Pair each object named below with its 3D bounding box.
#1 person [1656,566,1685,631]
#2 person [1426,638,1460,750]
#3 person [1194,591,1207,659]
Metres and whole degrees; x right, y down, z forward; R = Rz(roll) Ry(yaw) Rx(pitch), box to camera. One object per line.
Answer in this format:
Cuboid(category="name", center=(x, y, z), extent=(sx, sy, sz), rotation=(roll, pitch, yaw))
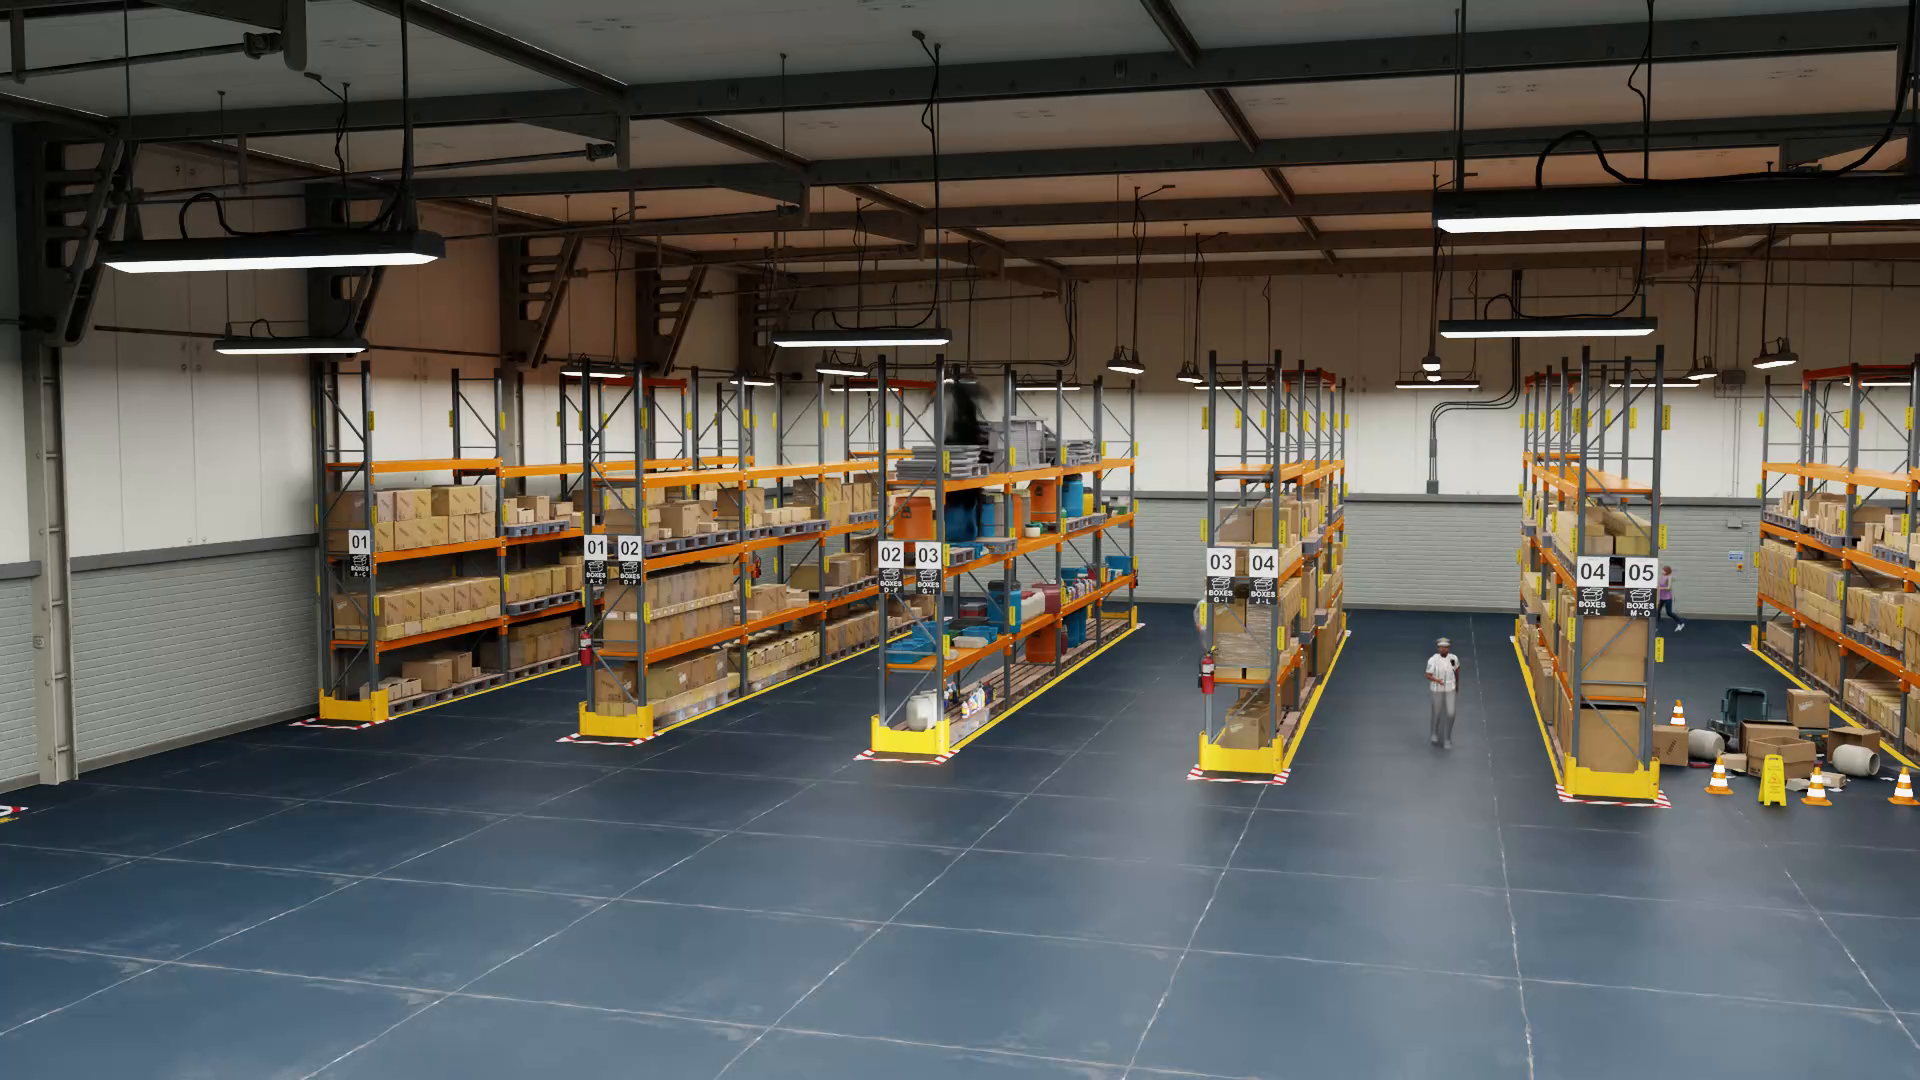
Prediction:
Cuboid(category="person", center=(16.581, 1.400, 39.061), extent=(0.891, 1.574, 0.535), rotation=(0, 4, -5))
Cuboid(category="person", center=(7.422, 2.351, 25.551), extent=(0.525, 1.741, 0.767), rotation=(1, 4, 11))
Cuboid(category="person", center=(5.011, 1.791, 33.342), extent=(0.653, 1.711, 0.797), rotation=(0, 4, 6))
